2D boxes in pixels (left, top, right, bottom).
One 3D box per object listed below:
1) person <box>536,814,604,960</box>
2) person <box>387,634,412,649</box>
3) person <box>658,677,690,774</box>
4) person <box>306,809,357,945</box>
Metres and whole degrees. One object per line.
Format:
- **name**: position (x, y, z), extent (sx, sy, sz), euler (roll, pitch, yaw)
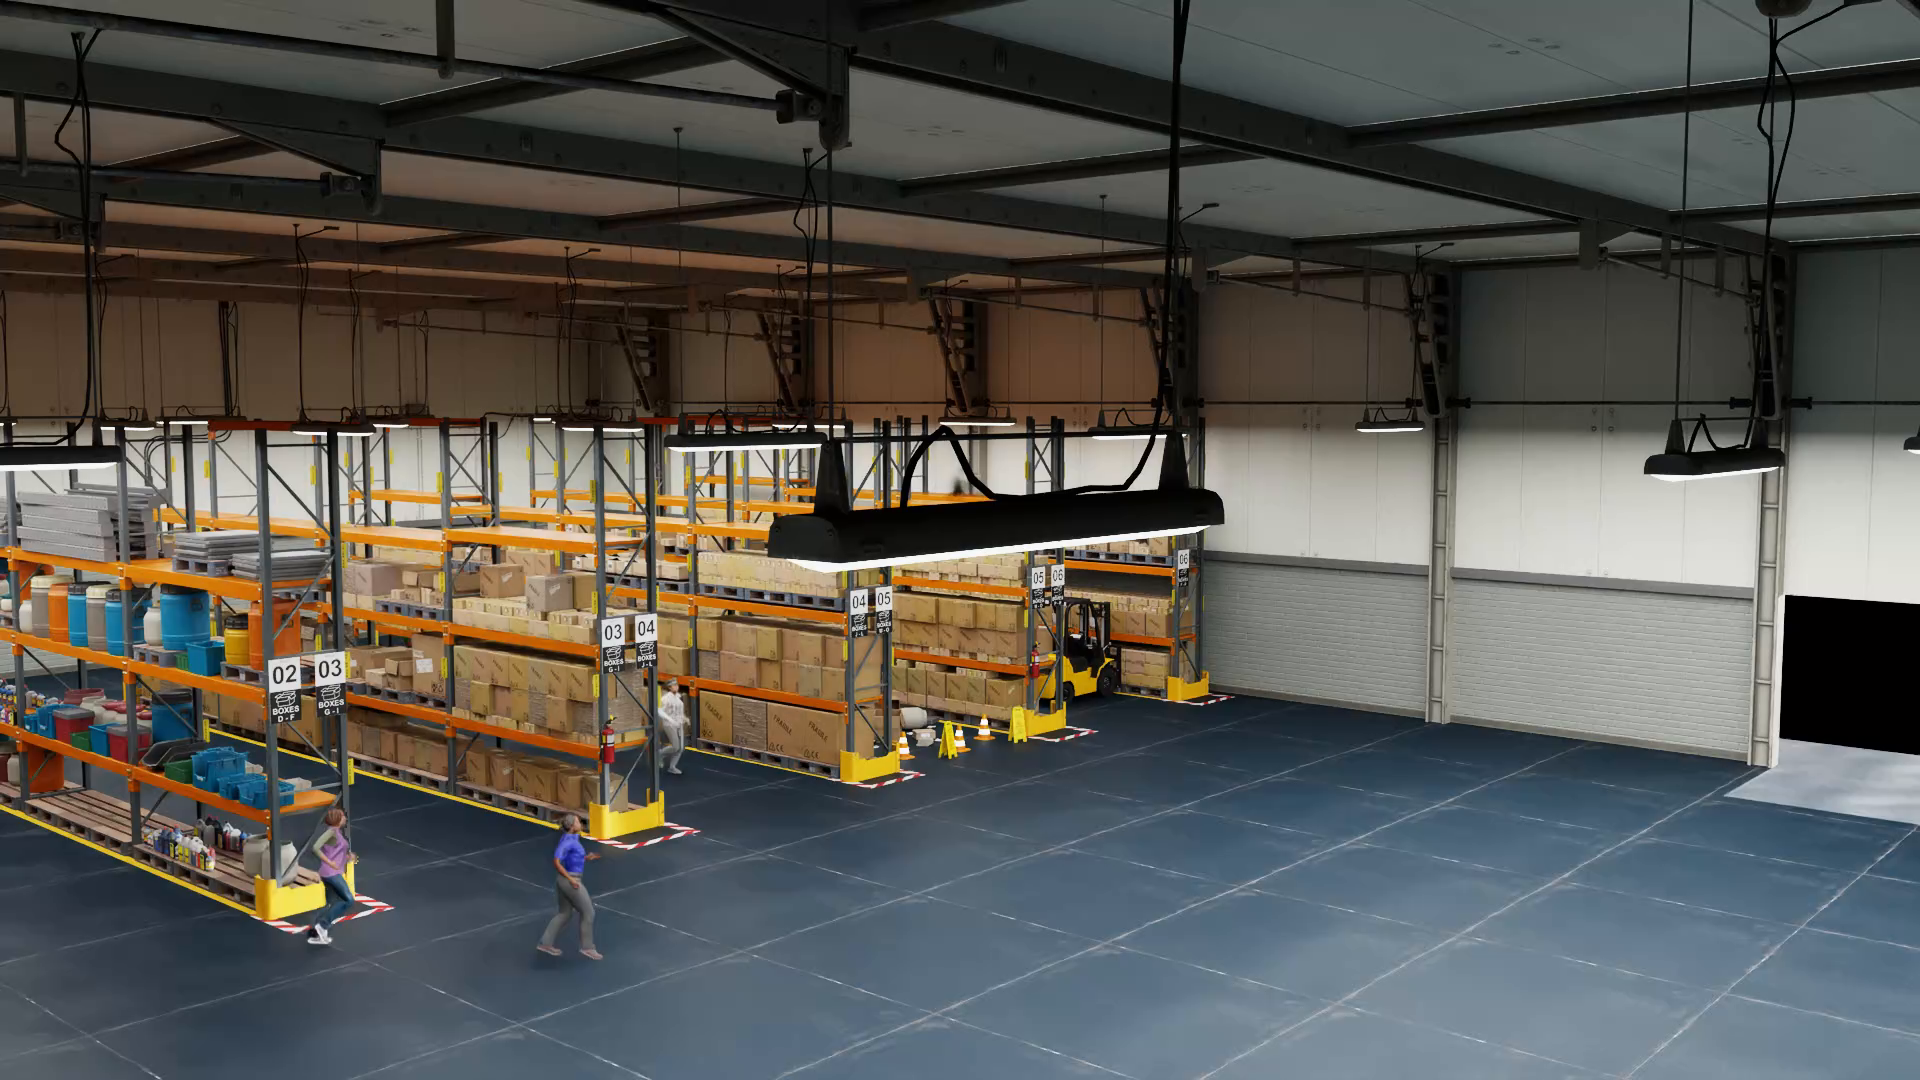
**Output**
- **person**: position (-4.420, 3.945, 18.838), extent (0.720, 1.712, 0.565), euler (-2, 5, -24)
- **person**: position (-13.776, 2.052, 40.808), extent (0.645, 1.841, 0.767), euler (2, 5, 20)
- **person**: position (-4.916, 3.150, 28.353), extent (0.540, 1.653, 0.605), euler (3, 5, 28)
- **person**: position (-7.378, 3.929, 19.520), extent (0.567, 1.519, 0.592), euler (-1, 5, -17)
